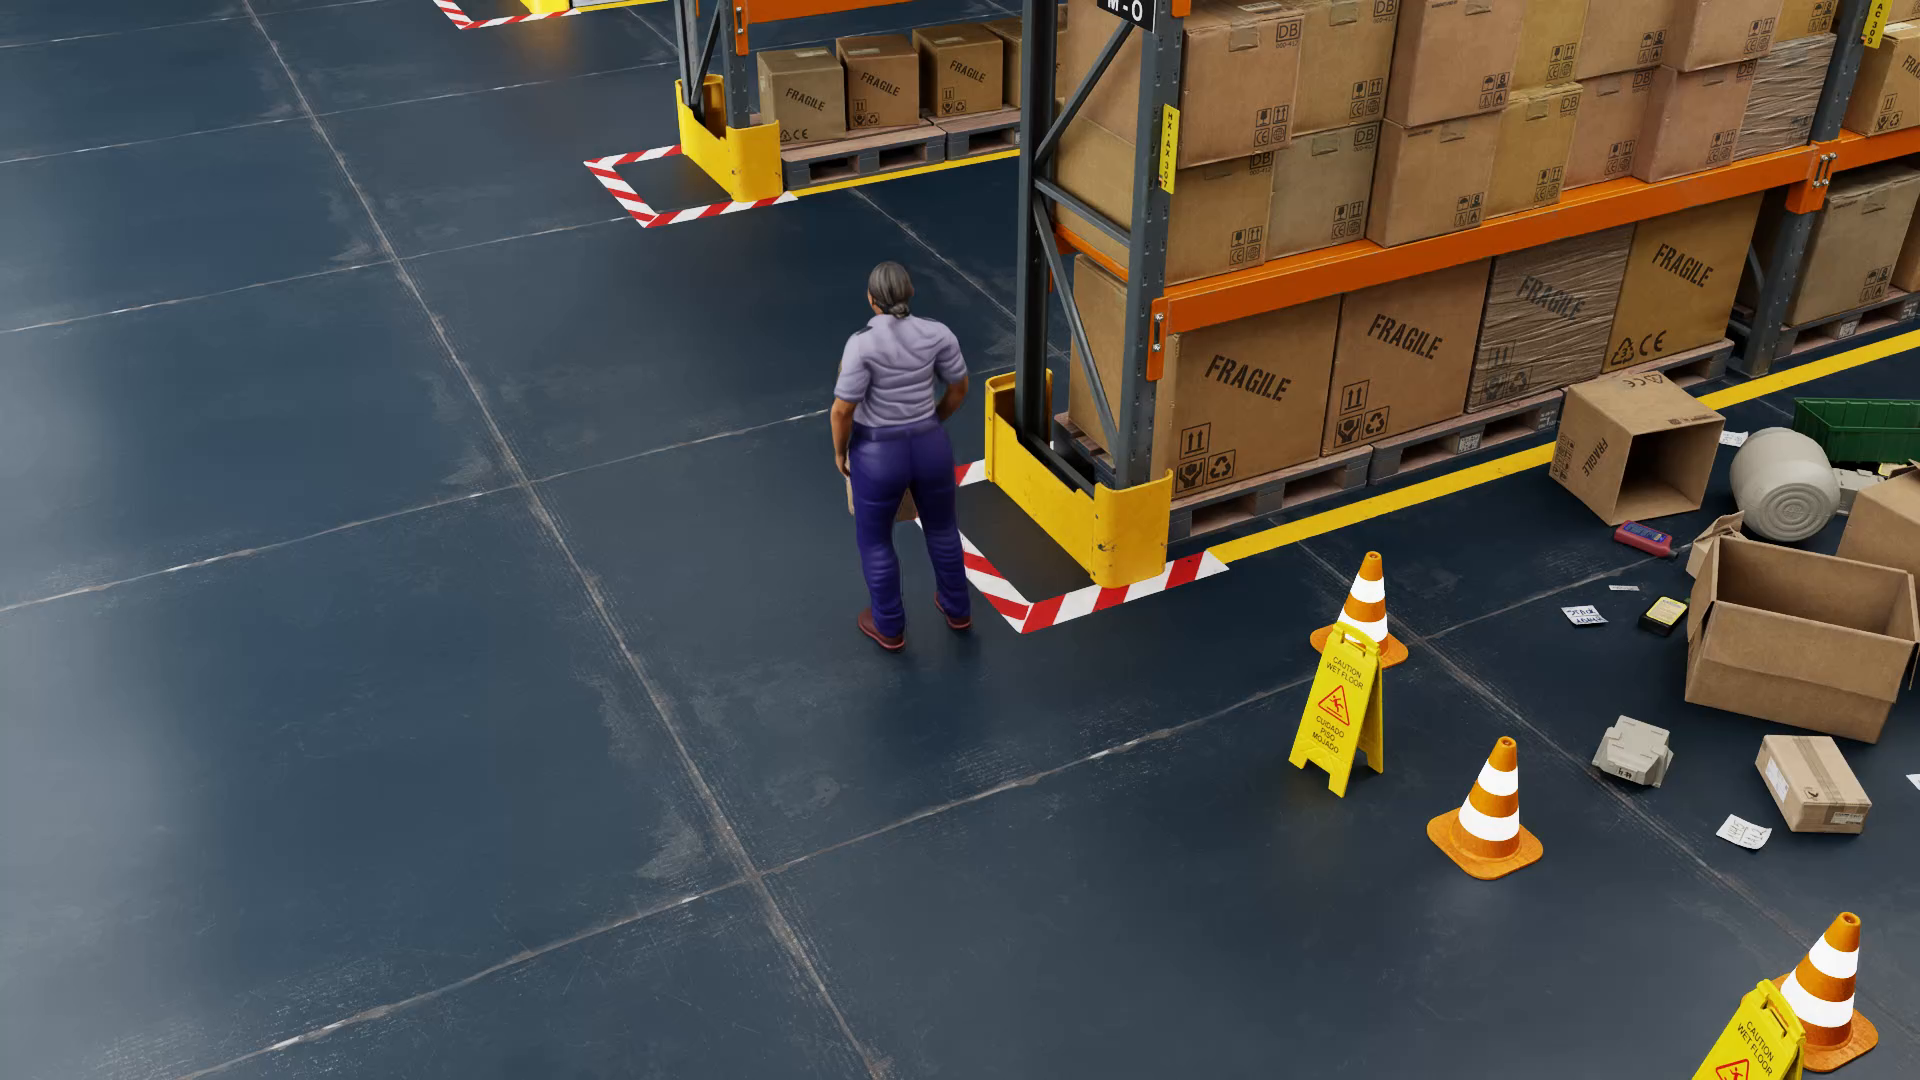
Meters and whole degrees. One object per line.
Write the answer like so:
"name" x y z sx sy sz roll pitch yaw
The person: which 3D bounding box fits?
"person" -0.240 -0.328 6.674 0.584 1.617 0.391 -13 35 -19
